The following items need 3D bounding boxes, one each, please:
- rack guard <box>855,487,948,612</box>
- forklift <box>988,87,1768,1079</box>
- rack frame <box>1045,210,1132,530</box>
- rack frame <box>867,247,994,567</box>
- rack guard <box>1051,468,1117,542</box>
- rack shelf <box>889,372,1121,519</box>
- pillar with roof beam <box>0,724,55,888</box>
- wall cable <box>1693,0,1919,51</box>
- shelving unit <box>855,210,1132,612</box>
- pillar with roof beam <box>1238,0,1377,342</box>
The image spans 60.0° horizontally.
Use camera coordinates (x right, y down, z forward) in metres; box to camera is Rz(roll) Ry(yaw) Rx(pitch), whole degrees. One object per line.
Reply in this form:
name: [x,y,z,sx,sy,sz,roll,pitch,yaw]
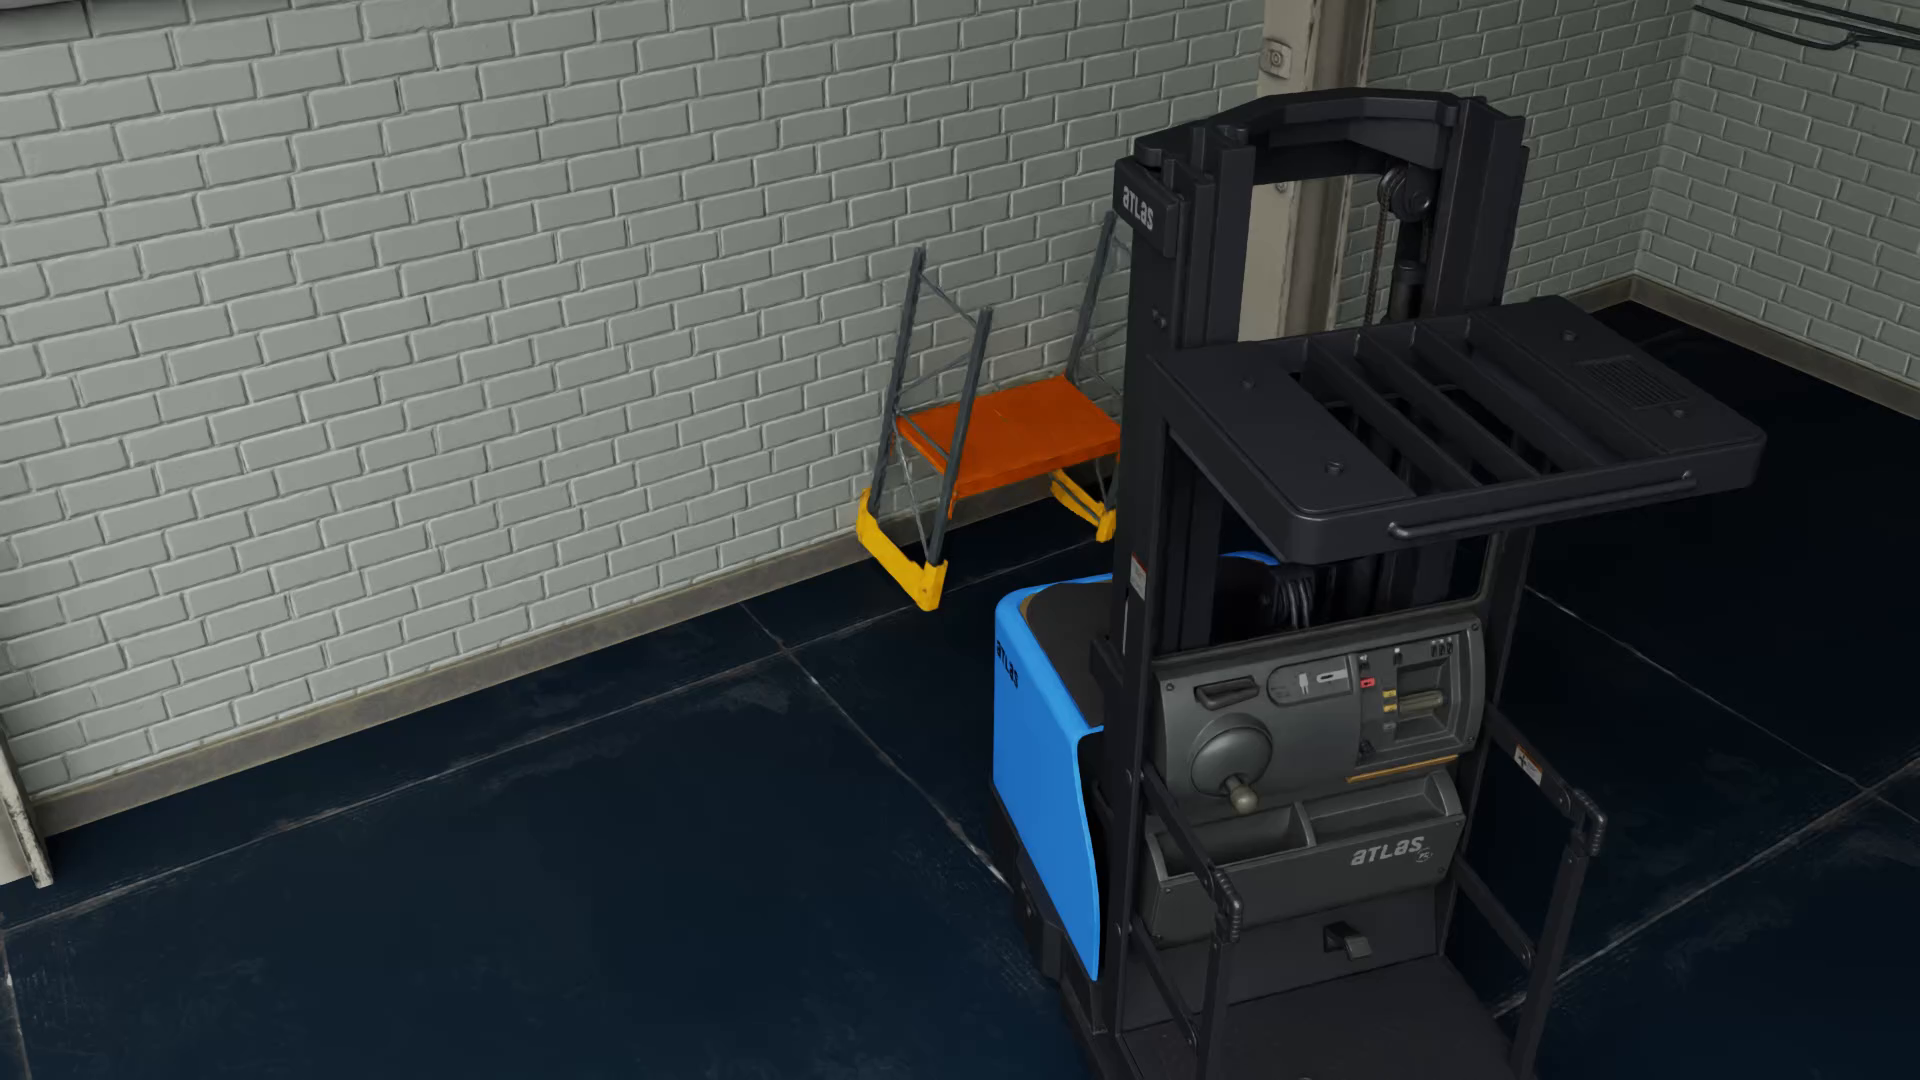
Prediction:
rack guard: [-0.265,0.037,7.337,0.087,0.250,0.587,-17,47,-33]
forklift: [1.024,0.512,4.191,1.130,2.935,3.031,-9,33,-15]
rack frame: [0.657,-0.700,7.505,0.032,1.500,0.500,-17,47,-33]
rack frame: [-0.157,-0.444,6.952,0.032,1.500,0.500,-17,47,-33]
rack guard: [0.532,-0.214,7.878,0.087,0.250,0.587,-17,47,-33]
rack shelf: [0.219,-0.433,7.339,1.000,0.185,0.538,-17,47,-33]
pillar with roof beam: [-1.095,-0.683,0.399,0.400,9.000,9.100,-19,37,-27]
wall cable: [4.808,-3.294,7.447,0.112,2.526,3.097,-19,37,-27]
shelving unit: [0.243,-0.570,7.224,1.083,1.500,0.587,-17,47,-33]
pillar with roof beam: [3.948,-2.418,3.148,0.400,9.000,9.100,-19,37,-27]
